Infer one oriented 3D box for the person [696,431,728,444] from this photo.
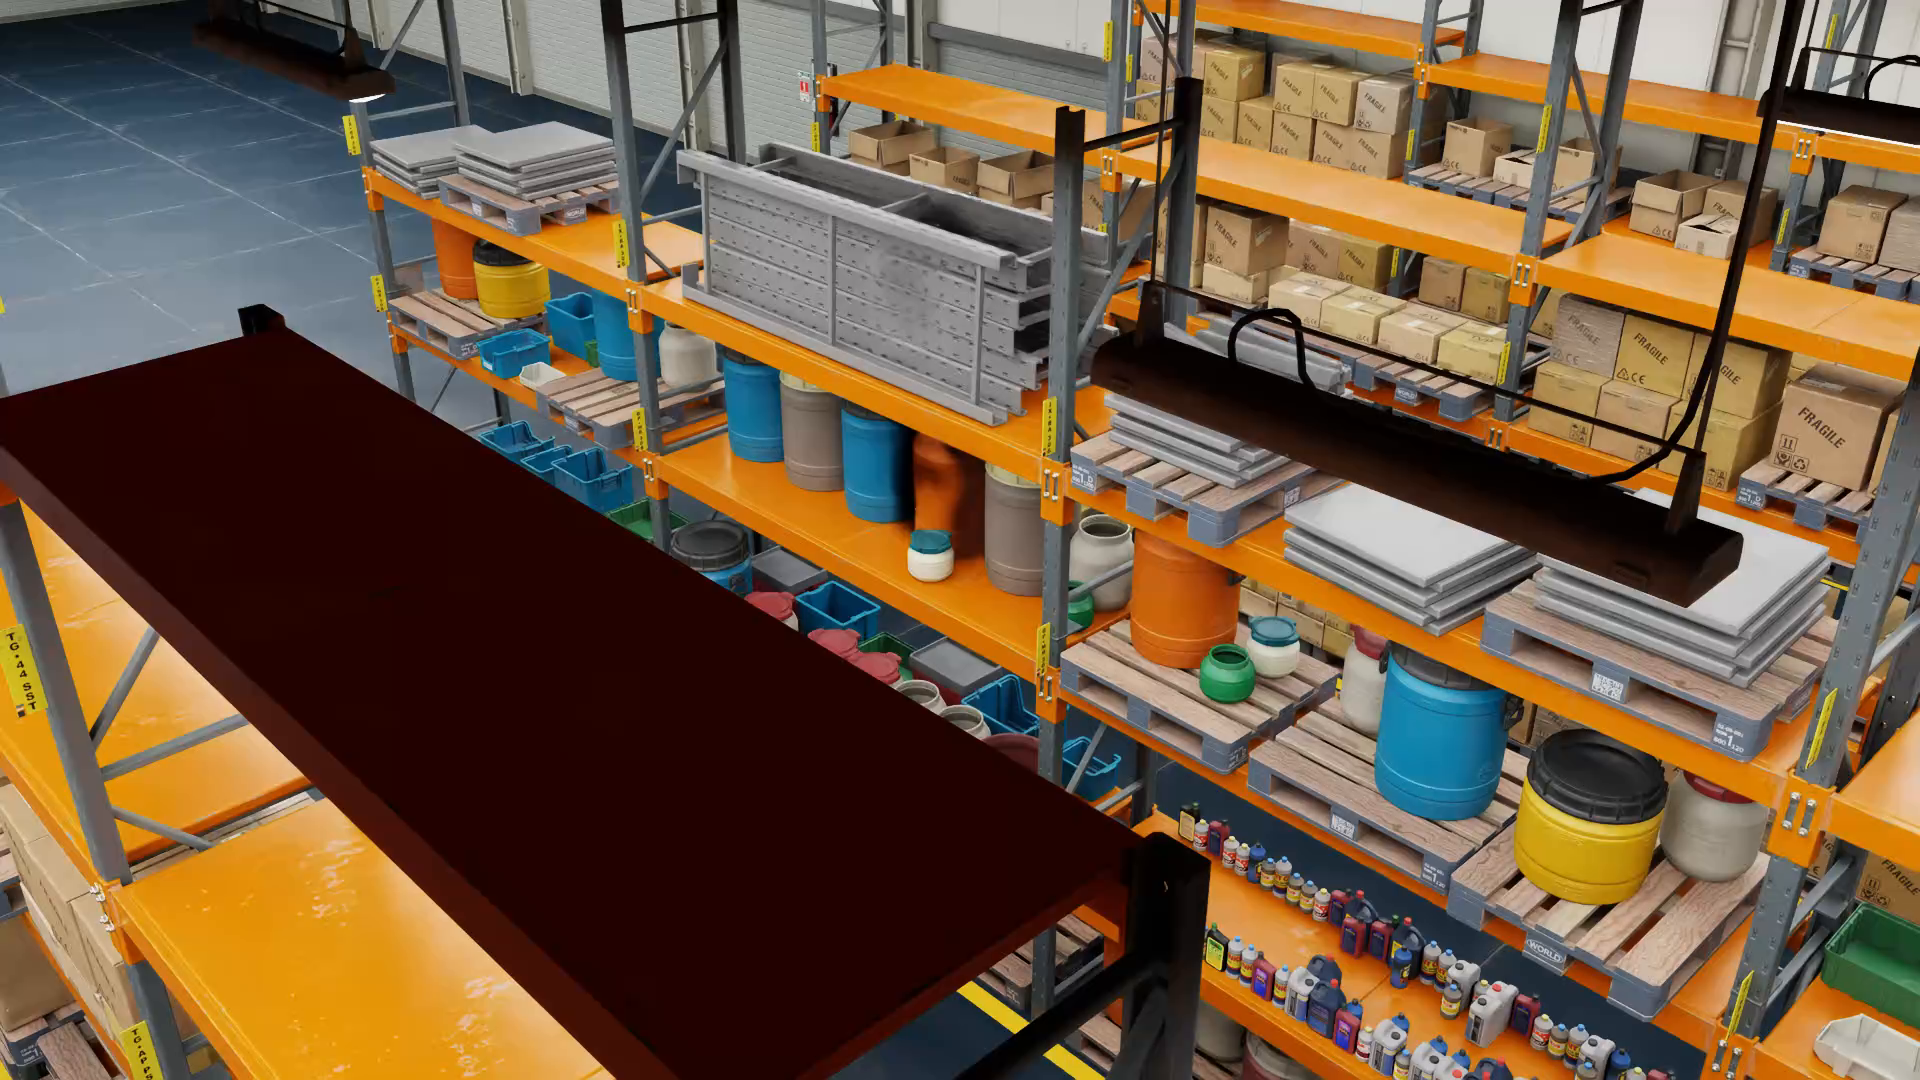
[{"bbox_3d":[-2.592,-1.224,17.543,0.819,1.526,0.626,-16,32,-27],"label":"person"}]
